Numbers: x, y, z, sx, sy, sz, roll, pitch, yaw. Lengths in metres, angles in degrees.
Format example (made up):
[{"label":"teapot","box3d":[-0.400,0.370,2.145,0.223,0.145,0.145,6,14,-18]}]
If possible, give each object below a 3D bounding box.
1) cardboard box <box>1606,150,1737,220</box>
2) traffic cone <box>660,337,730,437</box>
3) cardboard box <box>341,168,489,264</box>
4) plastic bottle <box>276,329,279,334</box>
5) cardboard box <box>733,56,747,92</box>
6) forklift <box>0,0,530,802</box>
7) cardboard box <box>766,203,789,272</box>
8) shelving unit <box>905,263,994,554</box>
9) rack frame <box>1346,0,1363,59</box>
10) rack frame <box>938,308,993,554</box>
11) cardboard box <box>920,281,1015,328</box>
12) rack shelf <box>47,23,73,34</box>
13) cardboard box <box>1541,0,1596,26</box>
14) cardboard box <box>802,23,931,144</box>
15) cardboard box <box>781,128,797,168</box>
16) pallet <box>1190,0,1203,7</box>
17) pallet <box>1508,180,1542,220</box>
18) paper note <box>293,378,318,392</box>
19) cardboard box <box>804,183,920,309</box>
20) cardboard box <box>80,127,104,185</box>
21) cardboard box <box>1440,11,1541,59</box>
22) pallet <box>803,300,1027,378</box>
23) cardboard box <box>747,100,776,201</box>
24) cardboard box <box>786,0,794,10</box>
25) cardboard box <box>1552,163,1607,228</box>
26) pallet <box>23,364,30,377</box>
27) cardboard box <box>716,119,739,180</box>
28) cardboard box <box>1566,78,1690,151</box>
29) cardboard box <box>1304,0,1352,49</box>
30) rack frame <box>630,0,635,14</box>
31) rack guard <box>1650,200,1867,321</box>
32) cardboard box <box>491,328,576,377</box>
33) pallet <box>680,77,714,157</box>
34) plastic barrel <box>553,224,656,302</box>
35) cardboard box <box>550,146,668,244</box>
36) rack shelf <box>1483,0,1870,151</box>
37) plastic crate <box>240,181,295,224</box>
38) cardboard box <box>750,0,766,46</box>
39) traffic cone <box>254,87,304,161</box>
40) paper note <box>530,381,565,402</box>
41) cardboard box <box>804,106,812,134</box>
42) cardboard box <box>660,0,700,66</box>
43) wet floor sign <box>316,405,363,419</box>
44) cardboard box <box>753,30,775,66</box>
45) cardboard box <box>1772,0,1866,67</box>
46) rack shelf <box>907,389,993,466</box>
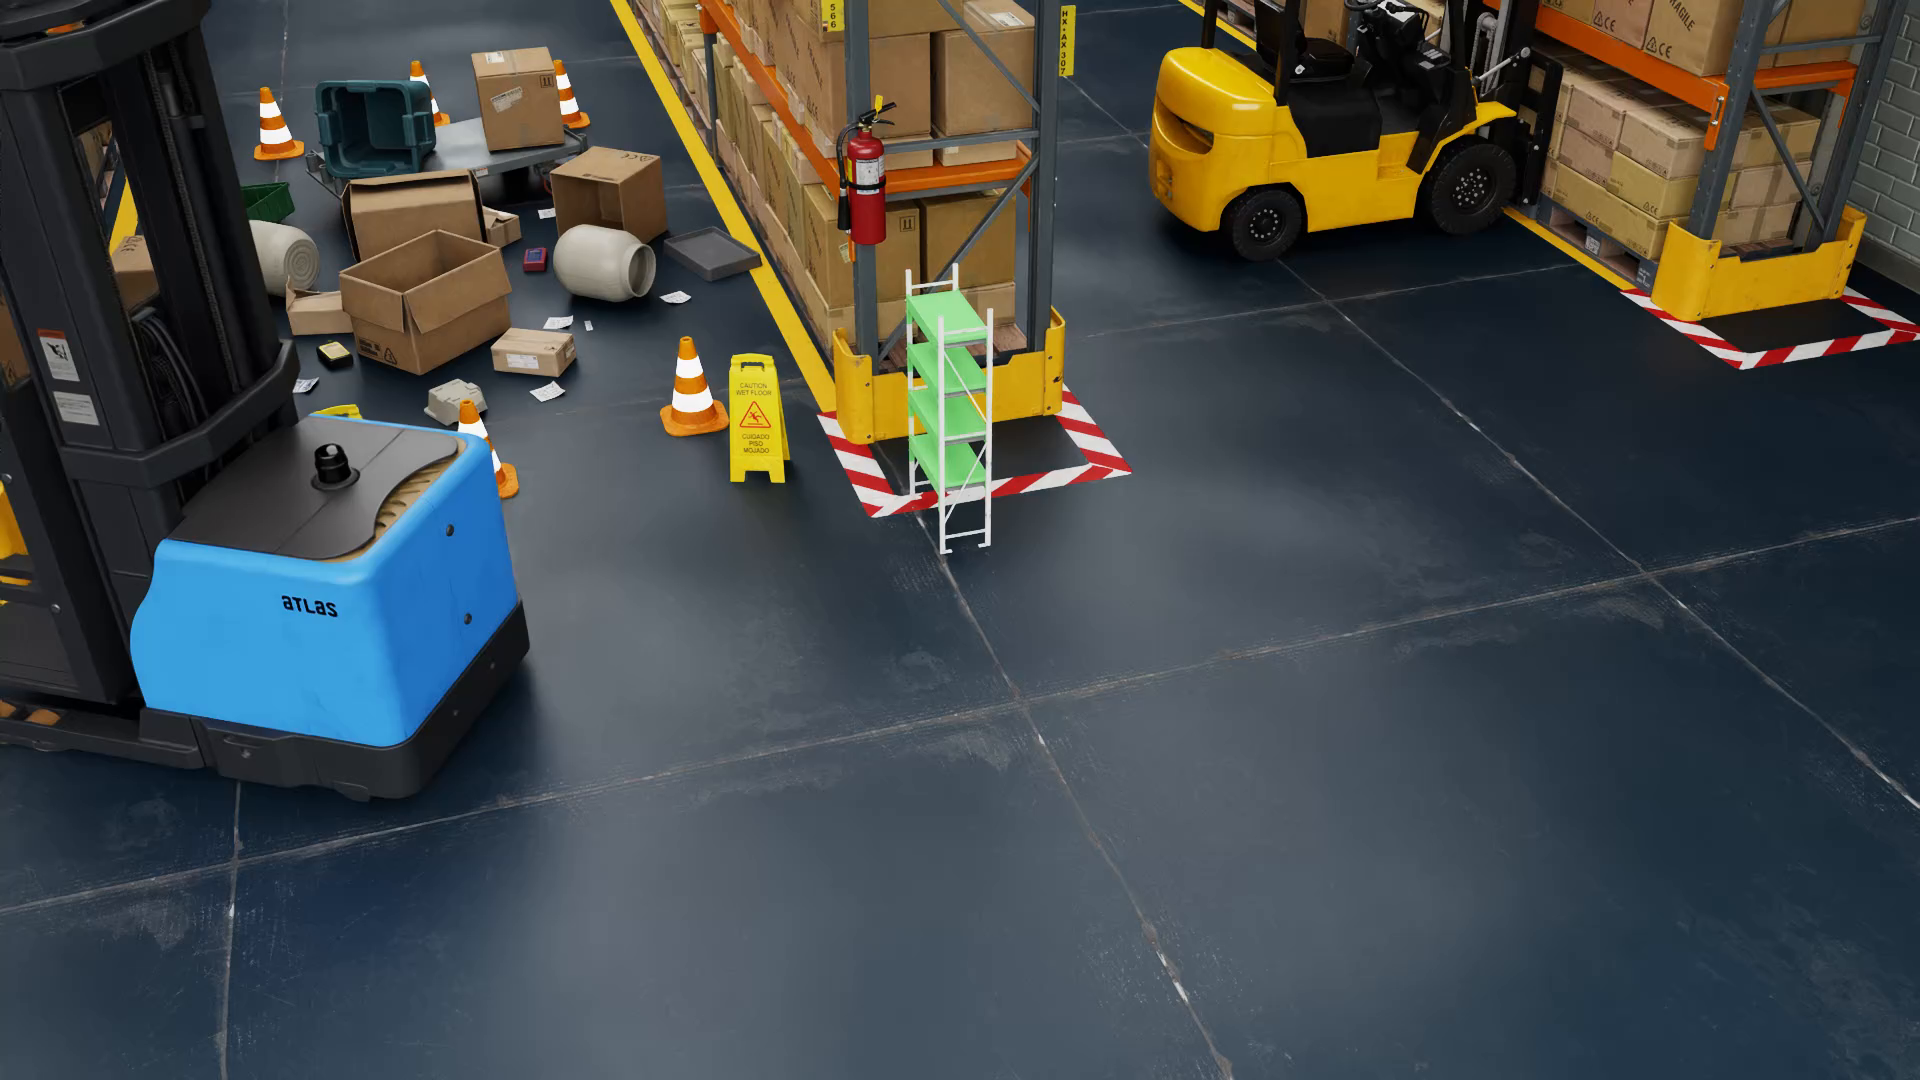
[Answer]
[{"label":"cardboard box","box3d":[4.250,-2.154,9.949,0.500,0.250,0.500,-10,35,-15]},{"label":"traffic cone","box3d":[-1.389,-0.828,8.583,0.336,0.463,0.334,-10,35,-15]},{"label":"cardboard box","box3d":[-3.270,-1.879,10.014,0.797,0.637,0.503,-10,35,-15]},{"label":"plastic bottle","box3d":[-4.028,-1.160,9.451,0.283,0.061,0.133,-23,40,-31]},{"label":"cardboard box","box3d":[-1.187,-2.889,10.246,0.380,0.149,0.250,-9,34,-13]},{"label":"forklift","box3d":[-3.369,-0.669,6.104,3.031,2.935,1.130,8,34,11]},{"label":"cardboard box","box3d":[-0.848,-1.832,9.915,0.500,0.250,0.500,-11,35,-16]},{"label":"shelving unit","box3d":[-0.050,-0.587,7.551,0.258,1.200,0.503,-10,35,-15]},{"label":"rack frame","box3d":[3.476,-4.814,12.315,1.000,3.000,0.127,-10,35,-15]},{"label":"rack frame","box3d":[0.024,-0.459,7.357,0.240,1.200,0.015,-10,35,-15]},{"label":"cardboard box","box3d":[-0.012,-1.376,9.224,0.500,0.250,0.500,-10,35,-15]},{"label":"rack shelf","box3d":[-6.543,-3.842,11.496,1.077,0.370,4.000,-10,35,-15]},{"label":"cardboard box","box3d":[3.990,-3.513,10.255,0.500,0.500,0.500,-11,35,-16]},{"label":"cardboard box","box3d":[-0.458,-2.282,8.122,0.500,0.500,0.500,-11,35,-16]},{"label":"cardboard box","box3d":[-0.772,-2.180,9.173,0.380,0.149,0.250,-9,35,-14]},{"label":"pallet","box3d":[2.470,-5.312,15.598,1.003,0.211,1.213,-10,35,-15]},{"label":"pallet","box3d":[4.055,-2.585,11.470,1.003,0.211,1.213,-10,35,-15]},{"label":"paper note","box3d":[-3.562,-0.840,8.995,0.144,0.017,0.142,1,33,2]},{"label":"cardboard box","box3d":[-0.522,-1.595,8.876,0.500,0.500,0.500,-10,35,-14]},{"label":"cardboard box","box3d":[-6.208,-2.640,10.684,1.050,0.750,0.750,-10,35,-15]},{"label":"cardboard box","box3d":[3.634,-3.423,11.416,0.500,0.250,0.500,-9,34,-13]},{"label":"pallet","box3d":[-0.267,-1.187,9.354,1.003,0.211,1.213,-10,35,-15]},{"label":"cardboard box","box3d":[-0.996,-2.412,10.112,0.500,0.500,0.500,-8,34,-12]},{"label":"cardboard box","box3d":[-0.541,-2.959,8.240,0.700,0.500,0.500,-10,35,-14]},{"label":"cardboard box","box3d":[4.110,-2.199,10.470,0.500,0.250,0.500,-10,35,-15]},{"label":"pallet","box3d":[-5.400,-0.875,8.882,1.003,0.211,1.213,-10,35,-15]},{"label":"cardboard box","box3d":[-1.327,-2.651,11.154,0.500,0.250,0.500,-12,35,-17]},{"label":"cardboard box","box3d":[4.098,-2.616,10.194,0.500,0.250,0.500,-9,35,-14]},{"label":"cardboard box","box3d":[3.306,-4.271,13.266,0.875,0.625,0.625,-8,34,-13]},{"label":"rack frame","box3d":[-2.470,-6.078,14.227,1.000,3.000,0.127,-10,35,-15]},{"label":"rack guard","box3d":[4.704,-1.659,9.807,1.175,0.500,0.348,-10,35,-15]},{"label":"cardboard box","box3d":[-2.353,-1.036,9.183,0.380,0.149,0.250,7,34,10]},{"label":"pallet","box3d":[-1.489,-3.223,12.436,1.003,0.211,1.213,-10,35,-15]},{"label":"plastic barrel","box3d":[-2.101,-1.633,9.837,0.512,0.421,0.421,13,36,18]},{"label":"cardboard box","box3d":[-2.219,-2.145,10.540,0.500,0.500,0.500,13,36,18]},{"label":"rack shelf","box3d":[4.086,-3.464,10.924,1.077,0.370,4.000,-10,35,-15]},{"label":"plastic crate","box3d":[-4.632,-2.072,10.664,0.450,0.188,0.662,-2,32,16]},{"label":"cardboard box","box3d":[-0.892,-3.078,9.327,0.500,0.500,0.500,-10,35,-14]},{"label":"traffic cone","box3d":[-4.904,-2.992,11.858,0.336,0.463,0.334,-10,35,-15]},{"label":"paper note","box3d":[-2.214,-0.801,8.934,0.148,0.019,0.142,-23,40,-31]},{"label":"cardboard box","box3d":[-0.588,-2.186,8.565,0.380,0.149,0.250,-11,35,-16]},{"label":"cardboard box","box3d":[-1.848,-4.073,13.196,0.950,0.372,0.625,-9,34,-13]},{"label":"wet floor sign","box3d":[-2.818,-0.328,7.661,0.267,0.644,0.232,-16,37,-23]},{"label":"cardboard box","box3d":[-0.974,-2.853,9.574,0.380,0.149,0.250,-10,35,-15]},{"label":"cardboard box","box3d":[4.810,-3.063,9.574,0.500,0.500,0.500,-9,34,-13]},{"label":"rack shelf","box3d":[-0.050,-0.534,7.586,0.258,0.148,0.480,-10,35,-15]}]
